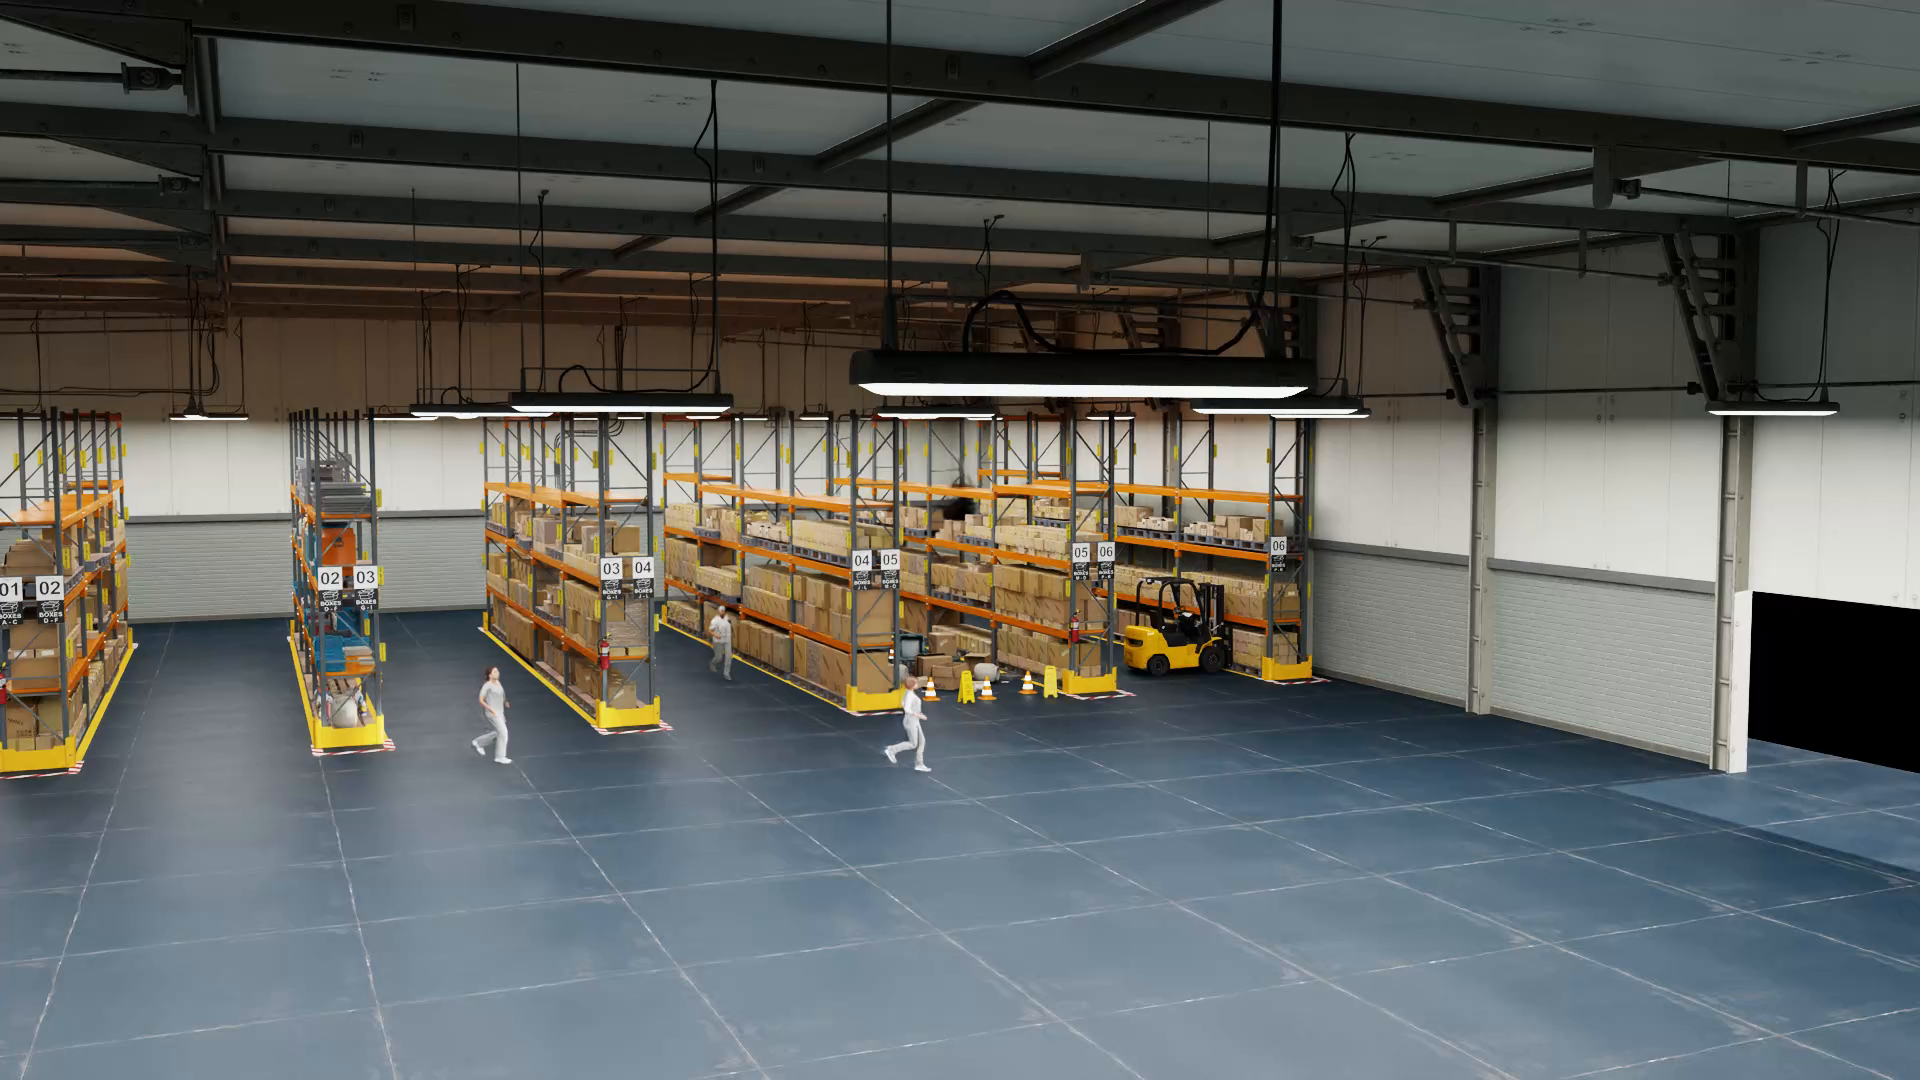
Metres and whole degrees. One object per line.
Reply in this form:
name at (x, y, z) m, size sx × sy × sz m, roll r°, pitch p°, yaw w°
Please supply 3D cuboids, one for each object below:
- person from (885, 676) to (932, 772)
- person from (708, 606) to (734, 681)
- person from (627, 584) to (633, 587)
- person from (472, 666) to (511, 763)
person at (-0.846, 3.029, 27.351) m, size 0.760 × 1.584 × 0.543 m, roll 0°, pitch 4°, yaw 3°
person at (-5.353, 2.298, 37.323) m, size 0.612 × 1.658 × 0.831 m, roll -3°, pitch 5°, yaw -32°
person at (-9.402, 1.638, 46.688) m, size 0.668 × 1.631 × 0.689 m, roll 0°, pitch 4°, yaw -7°
person at (-7.921, 2.952, 28.115) m, size 0.687 × 1.634 × 0.564 m, roll 1°, pitch 4°, yaw 11°
